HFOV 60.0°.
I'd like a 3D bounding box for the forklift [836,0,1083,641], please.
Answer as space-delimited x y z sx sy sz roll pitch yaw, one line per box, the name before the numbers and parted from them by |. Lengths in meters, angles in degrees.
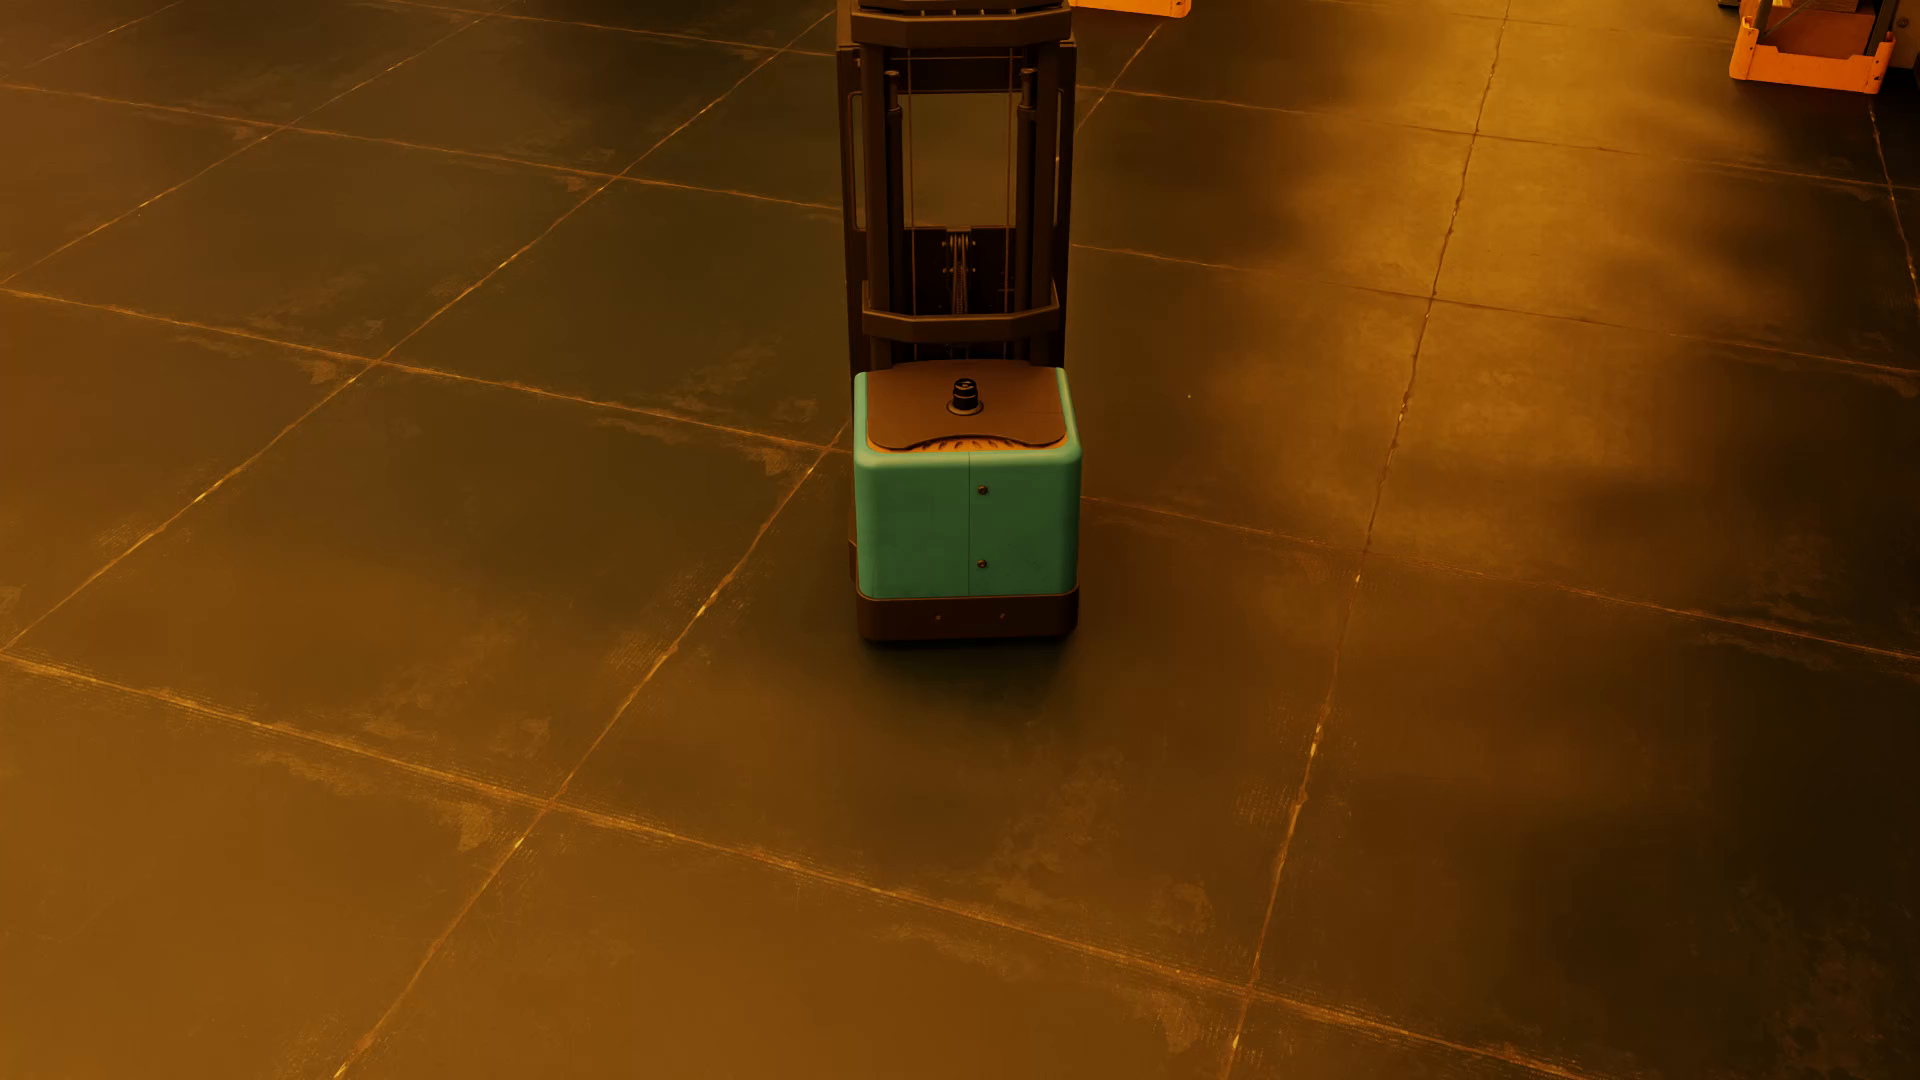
forklift | -0.029 -1.547 8.293 1.130 2.935 3.031 -2 35 -2
